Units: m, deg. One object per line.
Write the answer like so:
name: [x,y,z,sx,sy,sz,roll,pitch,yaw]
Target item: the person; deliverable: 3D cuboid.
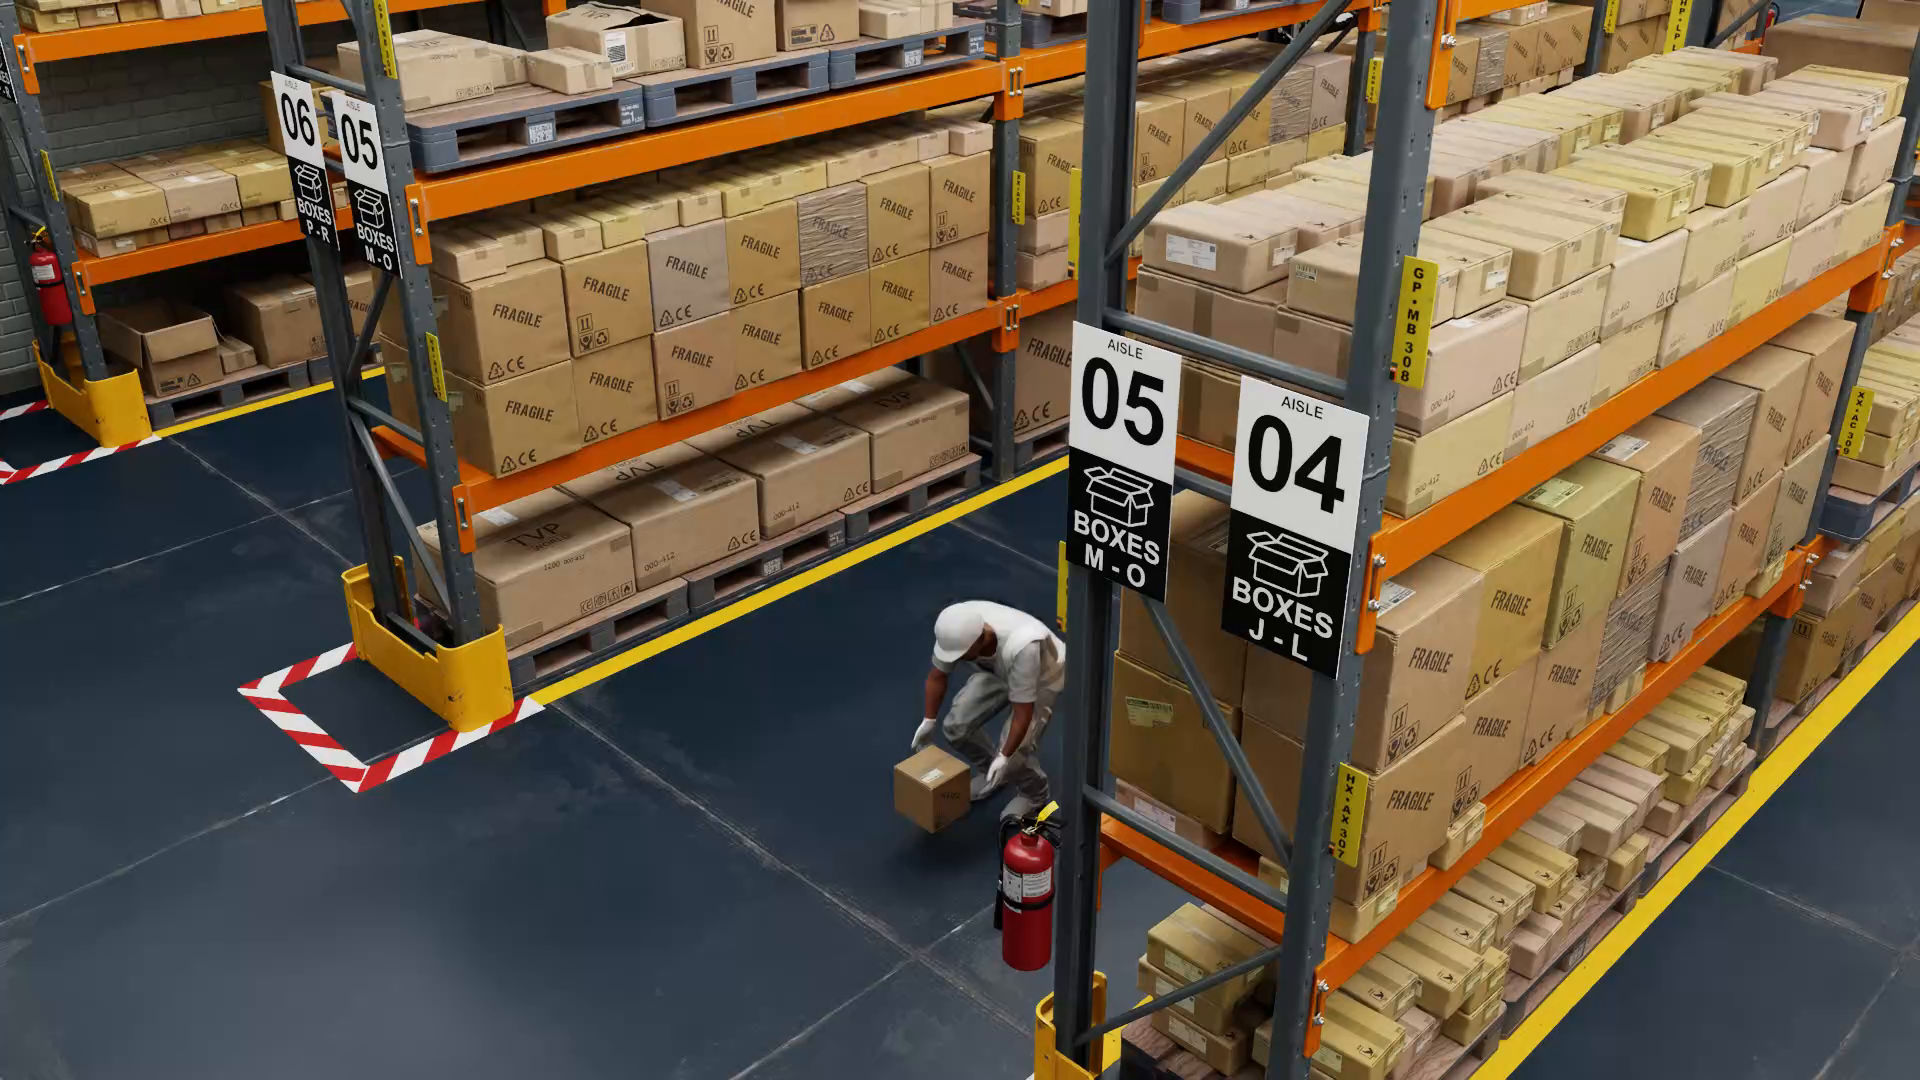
person: [0.199,0.748,7.727,0.606,1.264,0.833,24,36,38]
